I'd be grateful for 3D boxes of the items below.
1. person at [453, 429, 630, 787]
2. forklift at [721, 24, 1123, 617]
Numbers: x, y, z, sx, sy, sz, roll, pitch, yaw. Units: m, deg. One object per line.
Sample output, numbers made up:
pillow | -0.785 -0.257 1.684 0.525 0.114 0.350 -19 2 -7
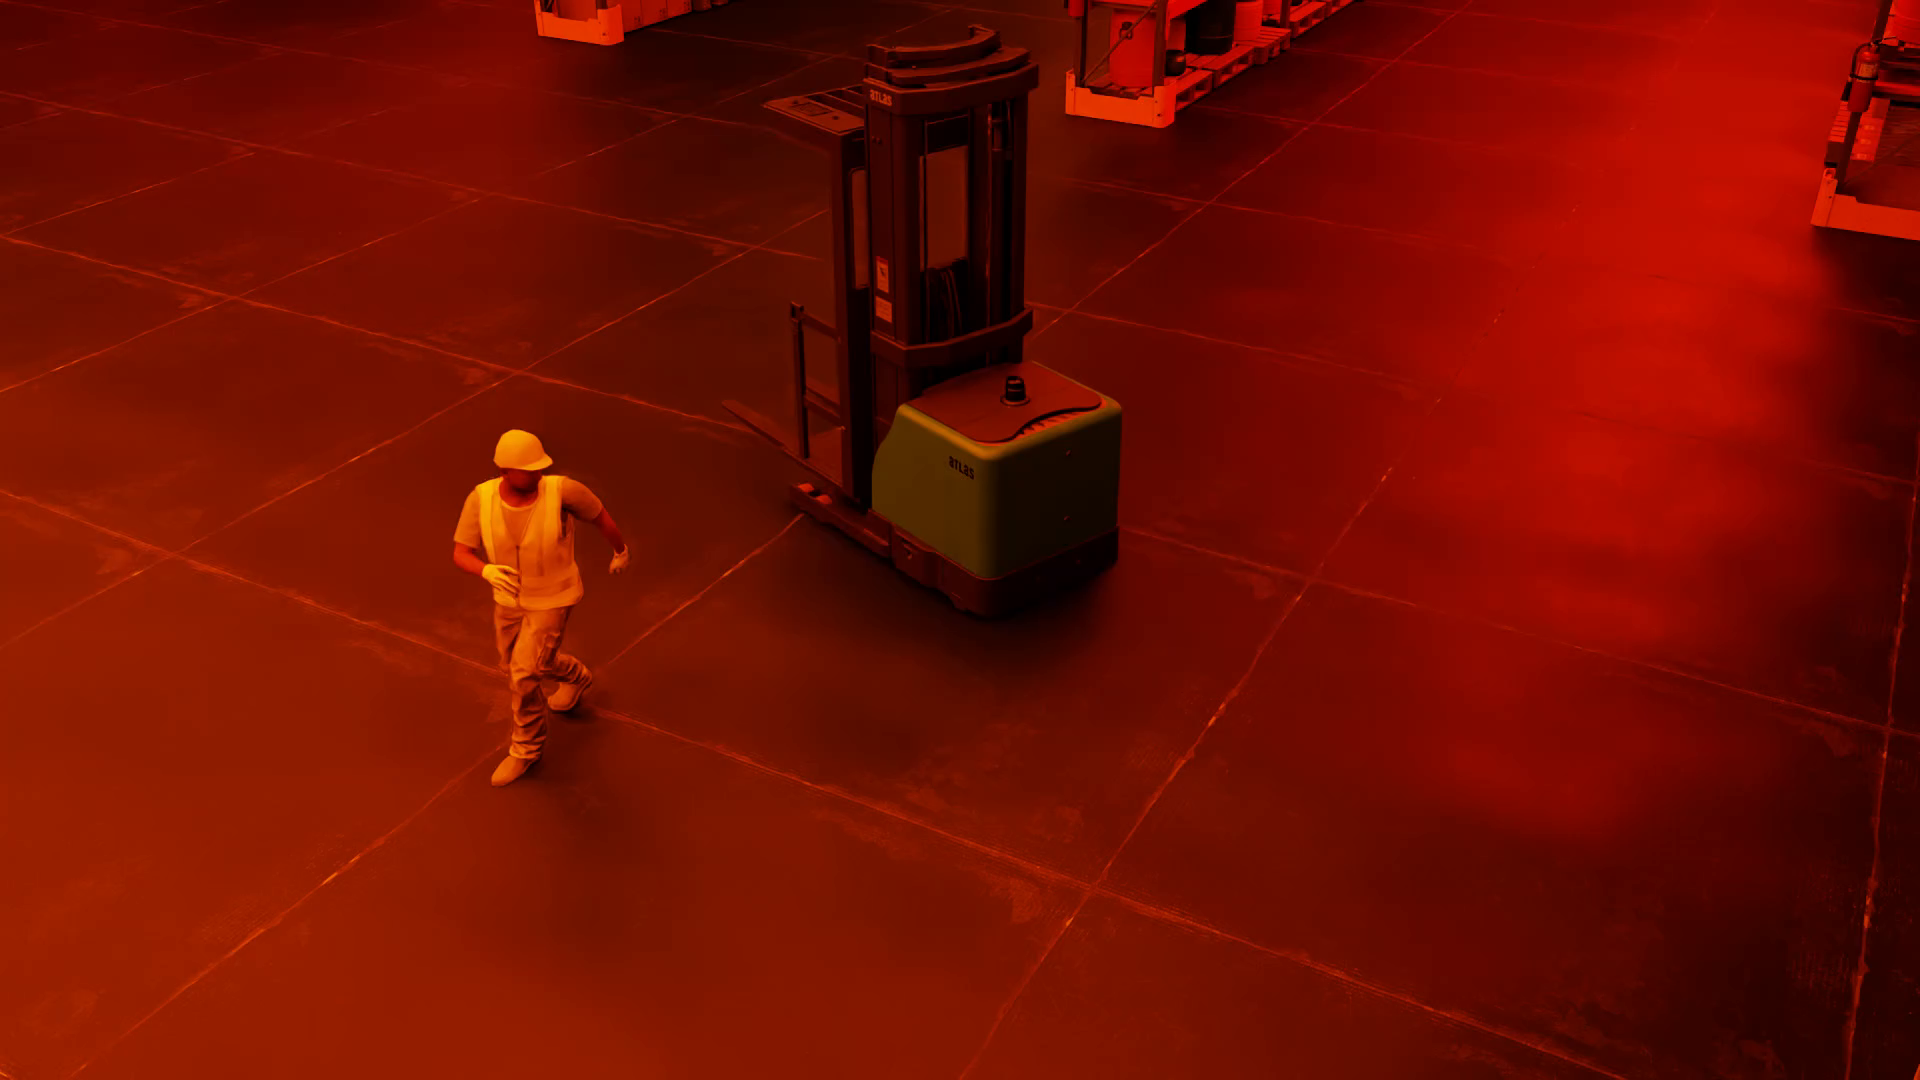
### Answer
person | -2.017 0.250 7.910 0.583 1.695 0.939 10 31 17
forklift | -0.398 -1.517 9.699 1.130 2.935 3.031 -22 37 -33
